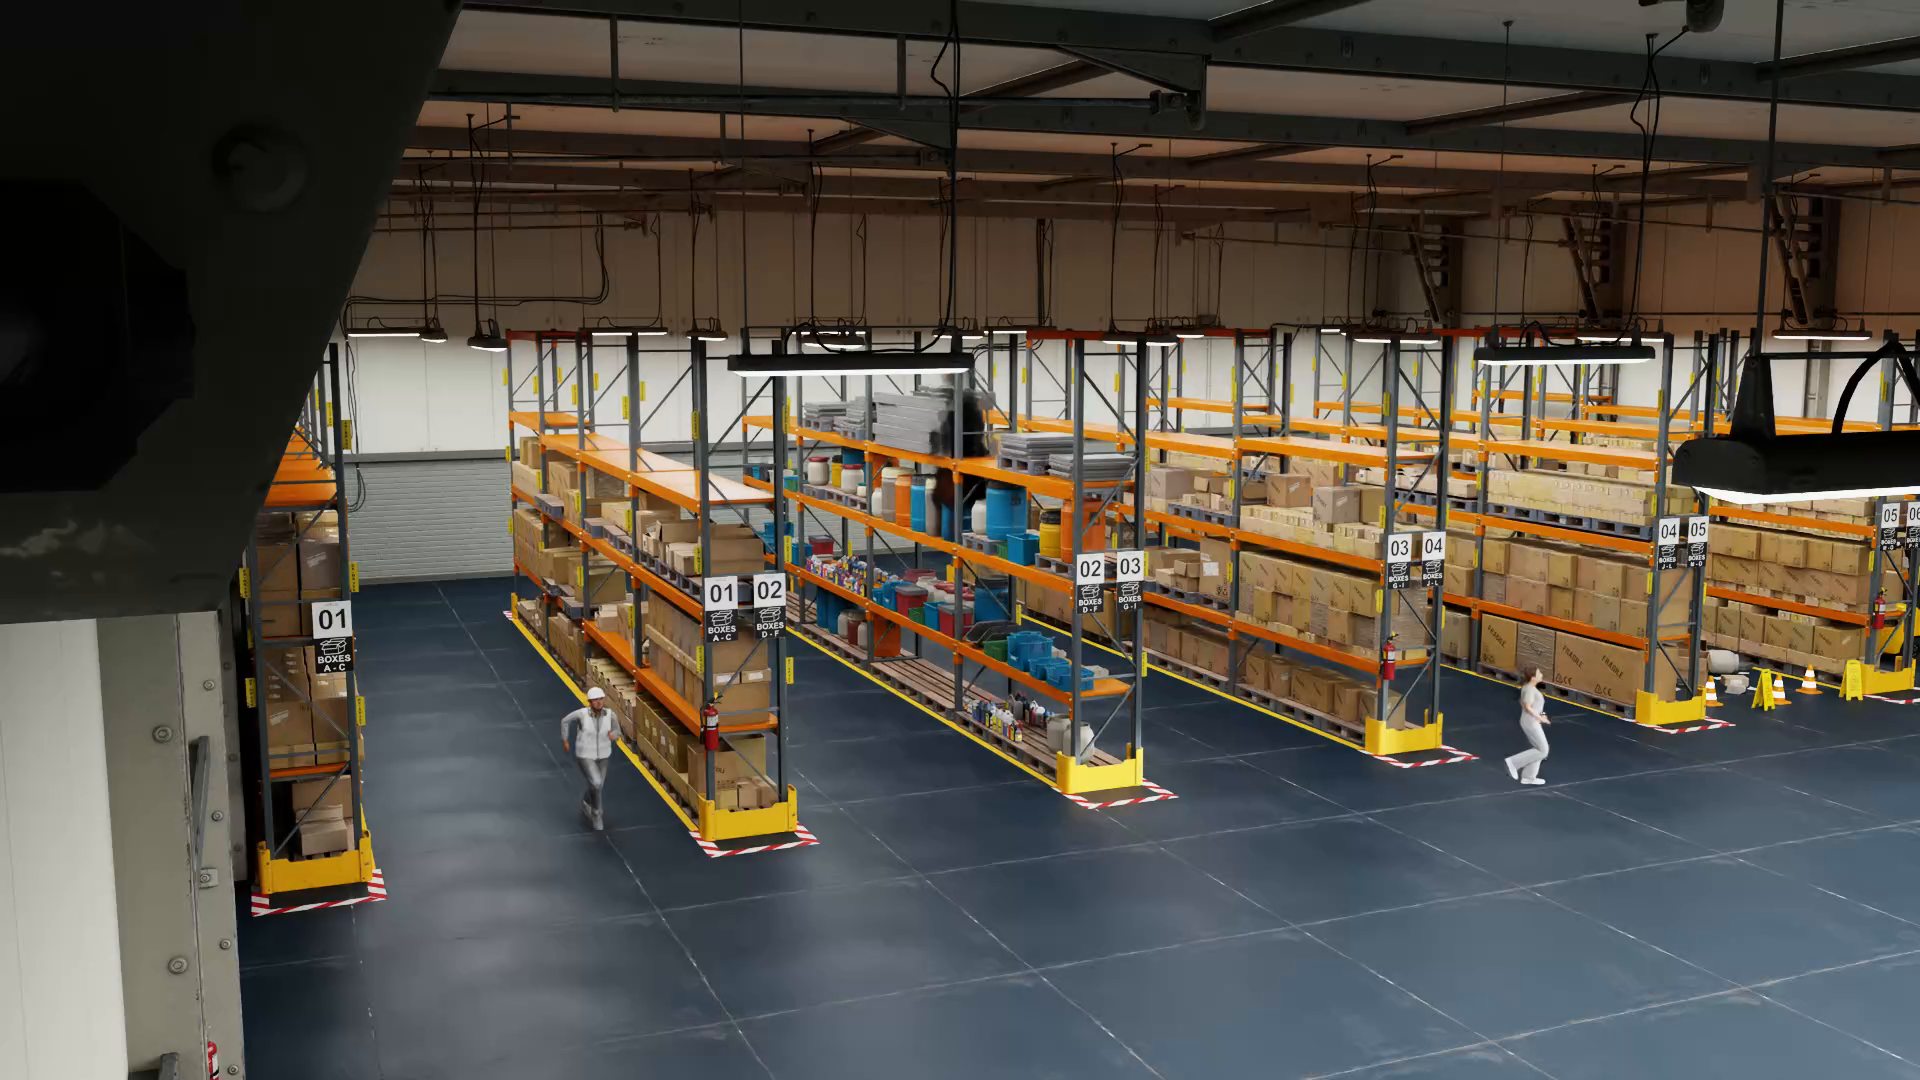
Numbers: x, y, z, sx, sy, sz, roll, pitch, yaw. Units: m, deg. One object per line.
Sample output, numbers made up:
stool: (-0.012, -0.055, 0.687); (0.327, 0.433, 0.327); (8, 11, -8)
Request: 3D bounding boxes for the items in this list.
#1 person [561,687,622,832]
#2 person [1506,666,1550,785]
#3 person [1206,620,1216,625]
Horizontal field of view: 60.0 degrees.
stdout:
person: (-4.526, 2.678, 20.536); (0.681, 1.794, 0.831); (-5, 9, -31)
person: (7.652, 2.489, 22.402); (0.558, 1.623, 0.541); (1, 8, 11)
person: (5.202, 0.946, 33.783); (0.591, 1.561, 0.859); (-4, 9, -27)
